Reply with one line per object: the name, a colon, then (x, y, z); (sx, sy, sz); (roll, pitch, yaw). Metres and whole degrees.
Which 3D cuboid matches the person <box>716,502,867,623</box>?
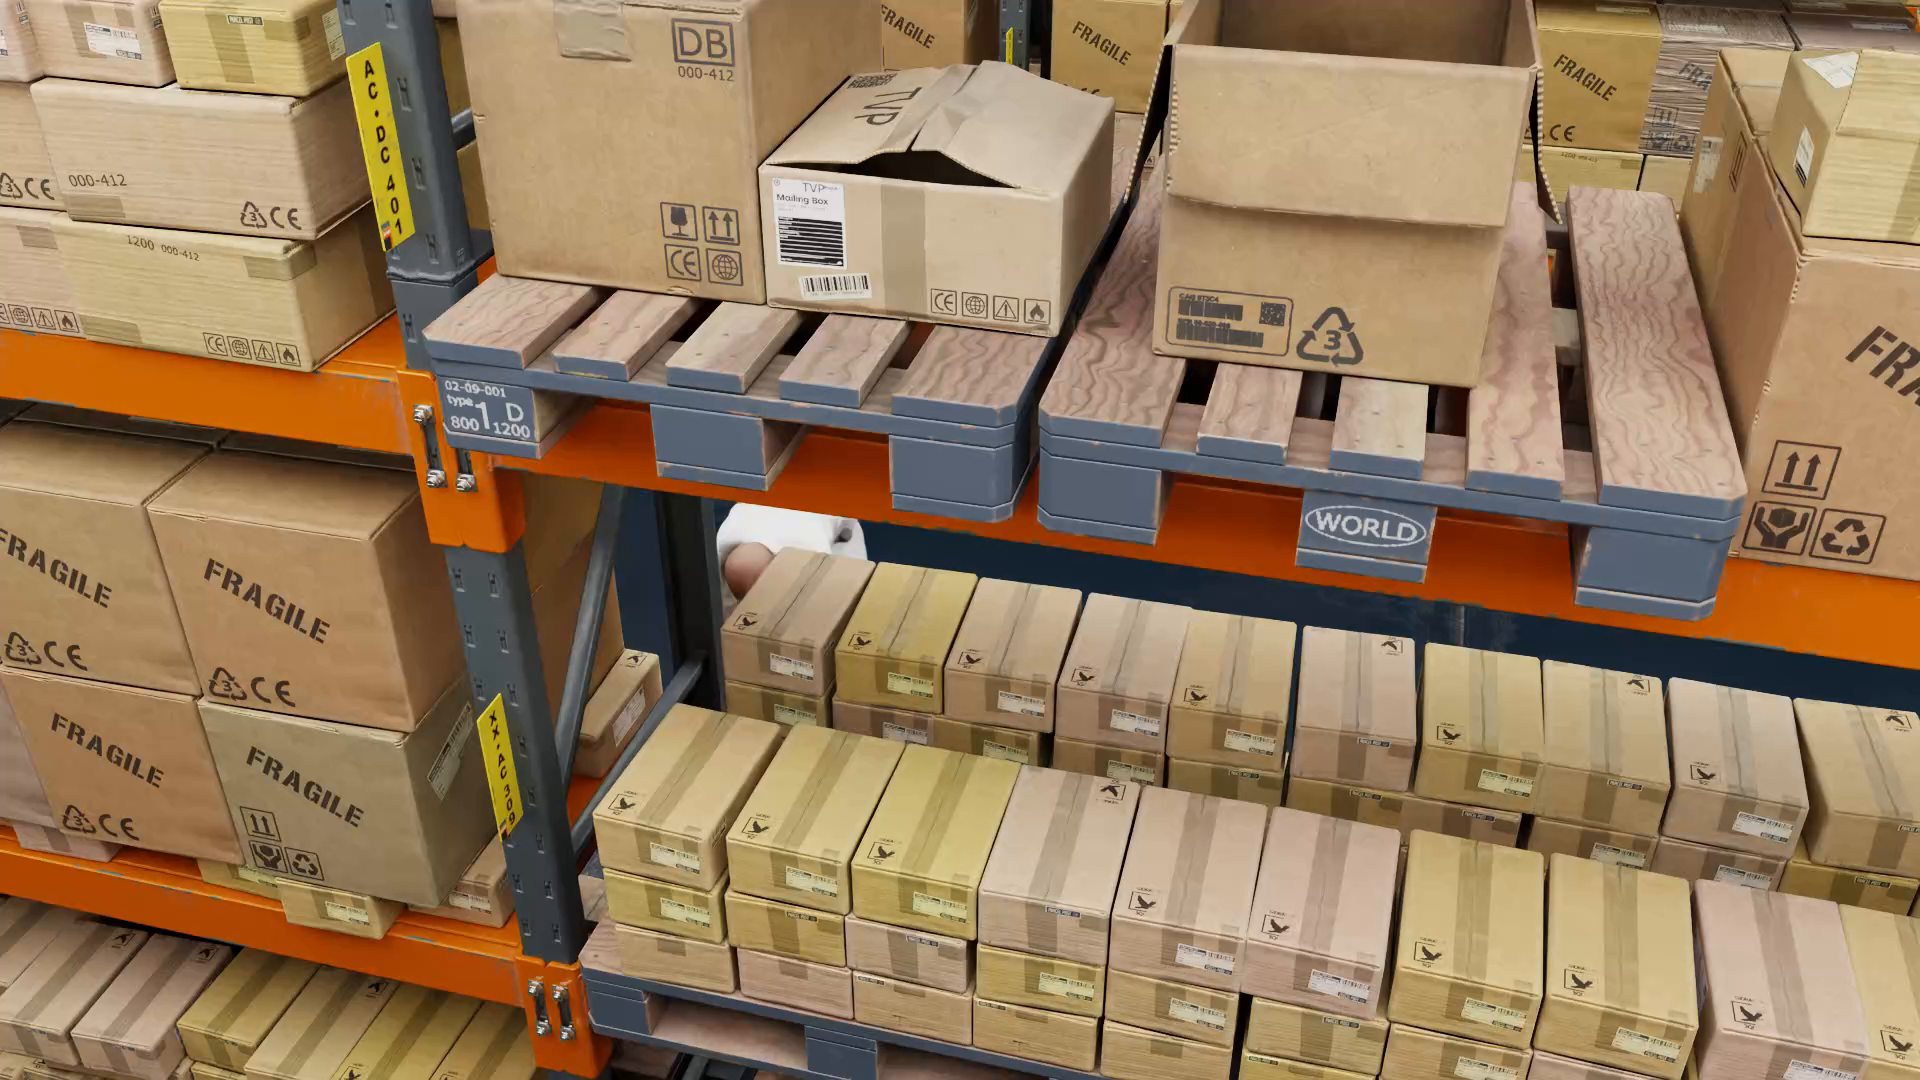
person: (-0.649, 0.342, 6.198); (0.581, 1.151, 0.932); (7, 33, 10)
